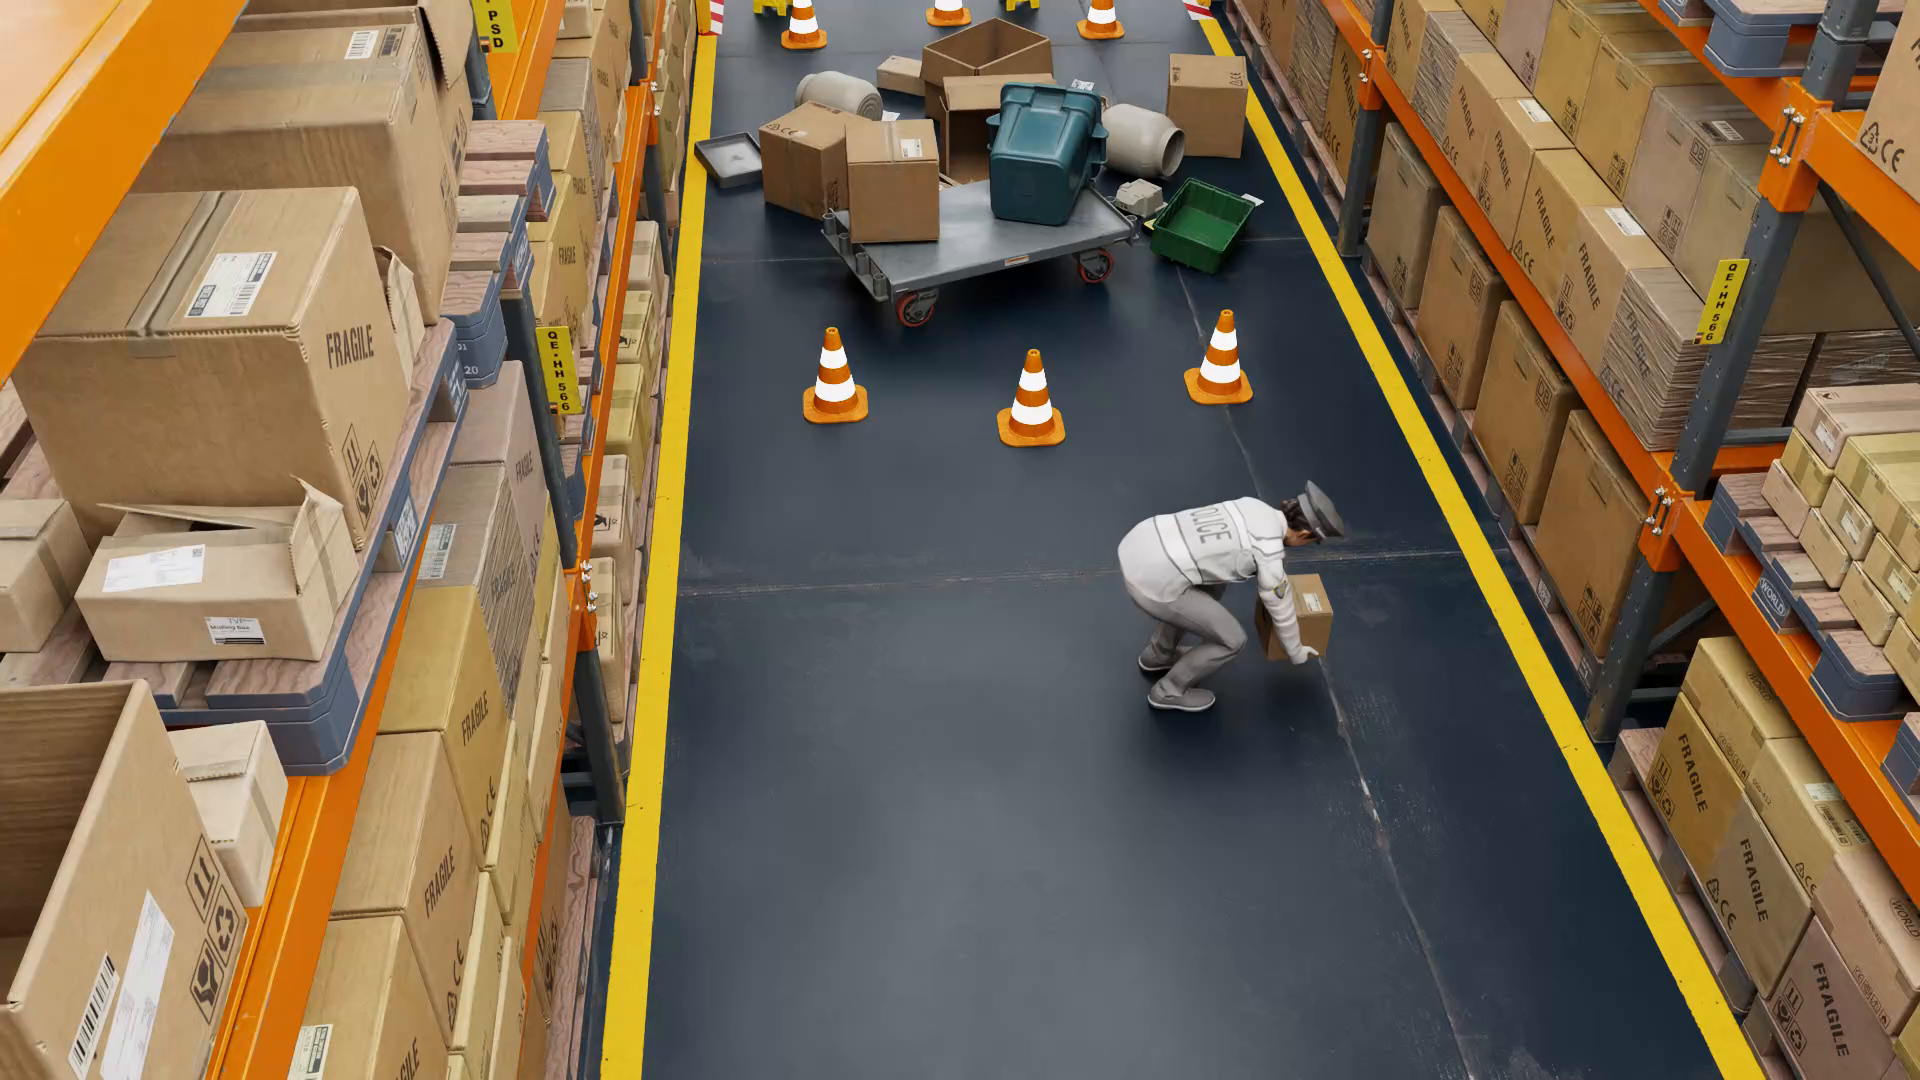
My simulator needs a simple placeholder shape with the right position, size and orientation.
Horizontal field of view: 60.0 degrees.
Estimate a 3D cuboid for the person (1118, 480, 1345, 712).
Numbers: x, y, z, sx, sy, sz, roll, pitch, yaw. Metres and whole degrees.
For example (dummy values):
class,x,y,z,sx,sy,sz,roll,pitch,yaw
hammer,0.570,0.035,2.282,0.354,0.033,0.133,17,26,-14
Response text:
class,x,y,z,sx,sy,sz,roll,pitch,yaw
person,1.097,0.221,6.842,0.916,0.992,0.466,-5,40,-6
